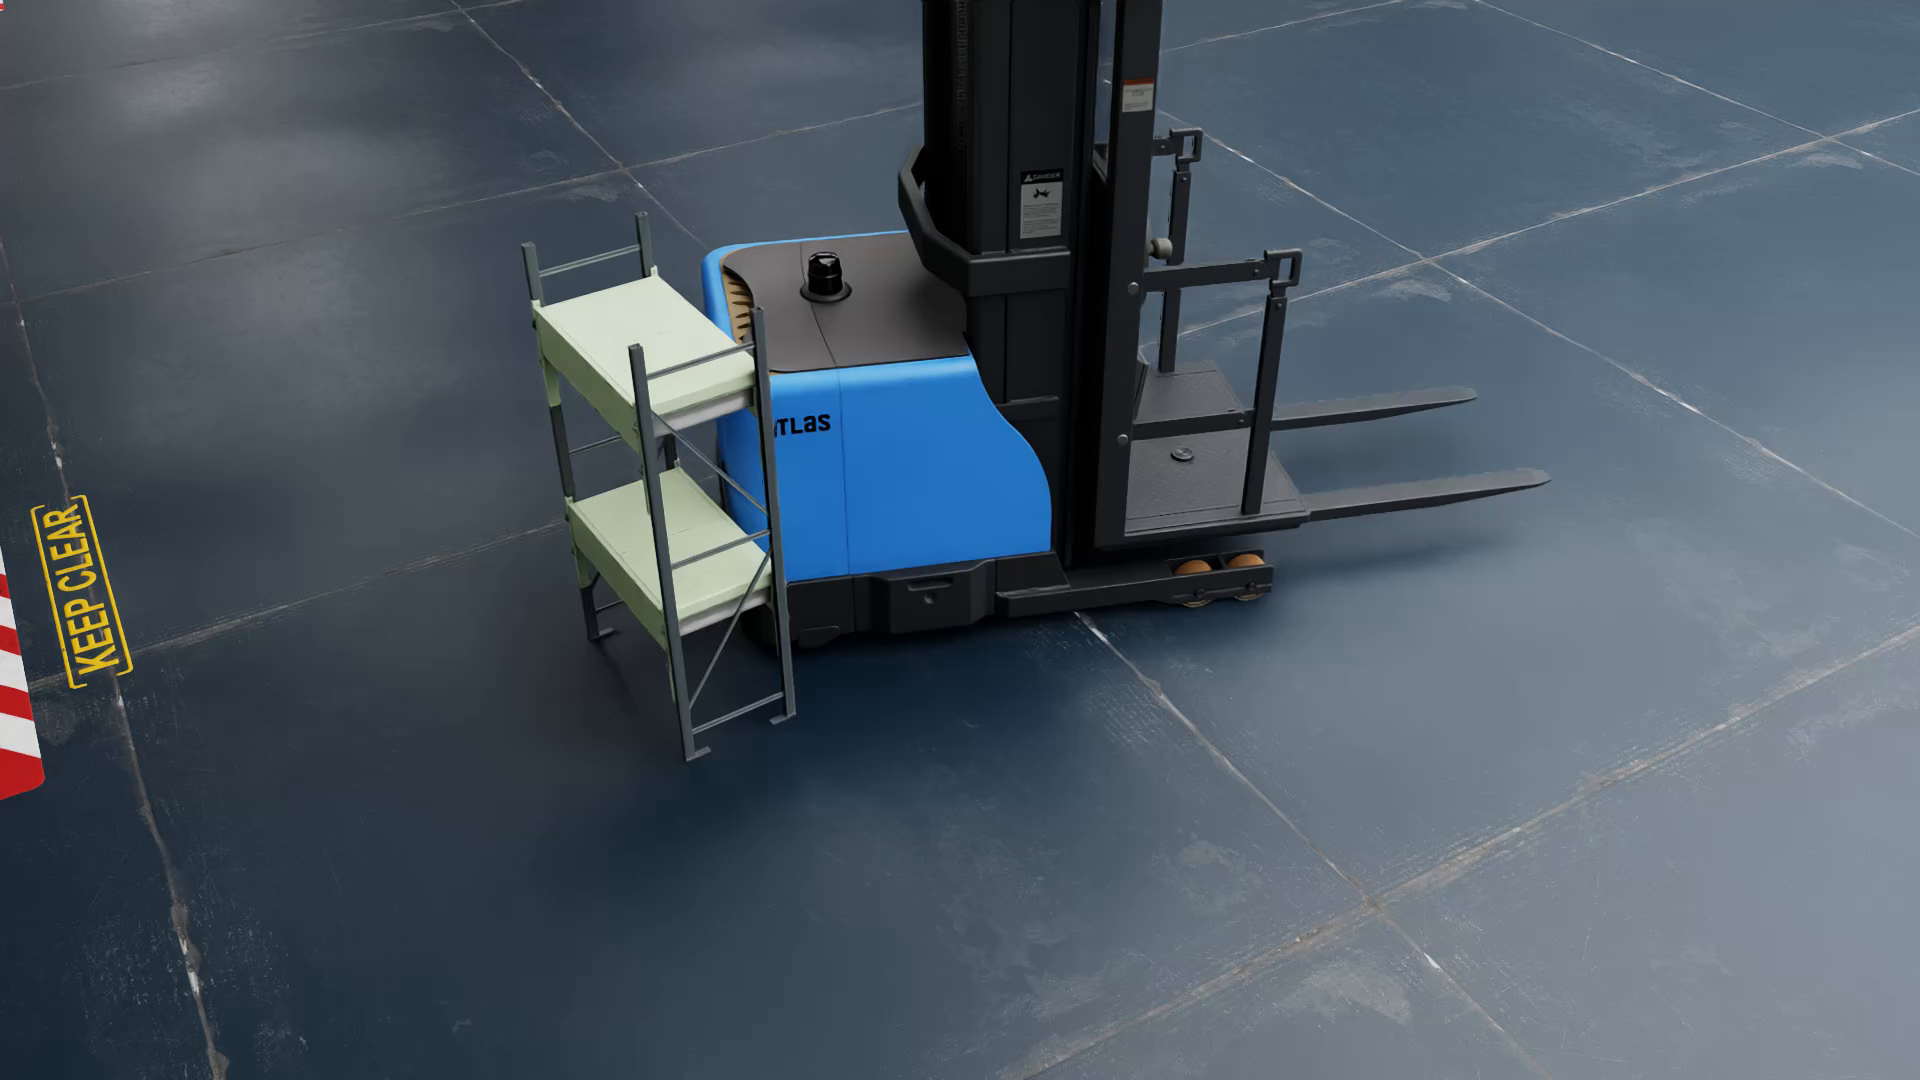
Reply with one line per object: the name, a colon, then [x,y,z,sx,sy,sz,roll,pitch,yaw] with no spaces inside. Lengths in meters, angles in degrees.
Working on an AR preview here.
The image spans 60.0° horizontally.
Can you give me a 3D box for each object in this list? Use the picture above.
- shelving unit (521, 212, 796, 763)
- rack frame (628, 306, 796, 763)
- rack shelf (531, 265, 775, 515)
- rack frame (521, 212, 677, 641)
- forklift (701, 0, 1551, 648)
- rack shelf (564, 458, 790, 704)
shelving unit: [-0.916,-0.148,5.181,0.431,1.500,0.755,-22,41,-27]
rack frame: [-0.711,0.030,4.937,0.400,1.500,0.023,-22,41,-27]
rack shelf: [-0.917,-0.463,4.951,0.431,0.370,0.720,-22,41,-27]
rack frame: [-1.122,-0.327,5.425,0.400,1.500,0.023,-22,41,-27]
forklift: [0.650,-1.244,5.468,3.031,2.935,1.130,-7,37,-9]
rack shelf: [-0.916,0.115,5.373,0.431,0.370,0.720,-22,41,-27]
